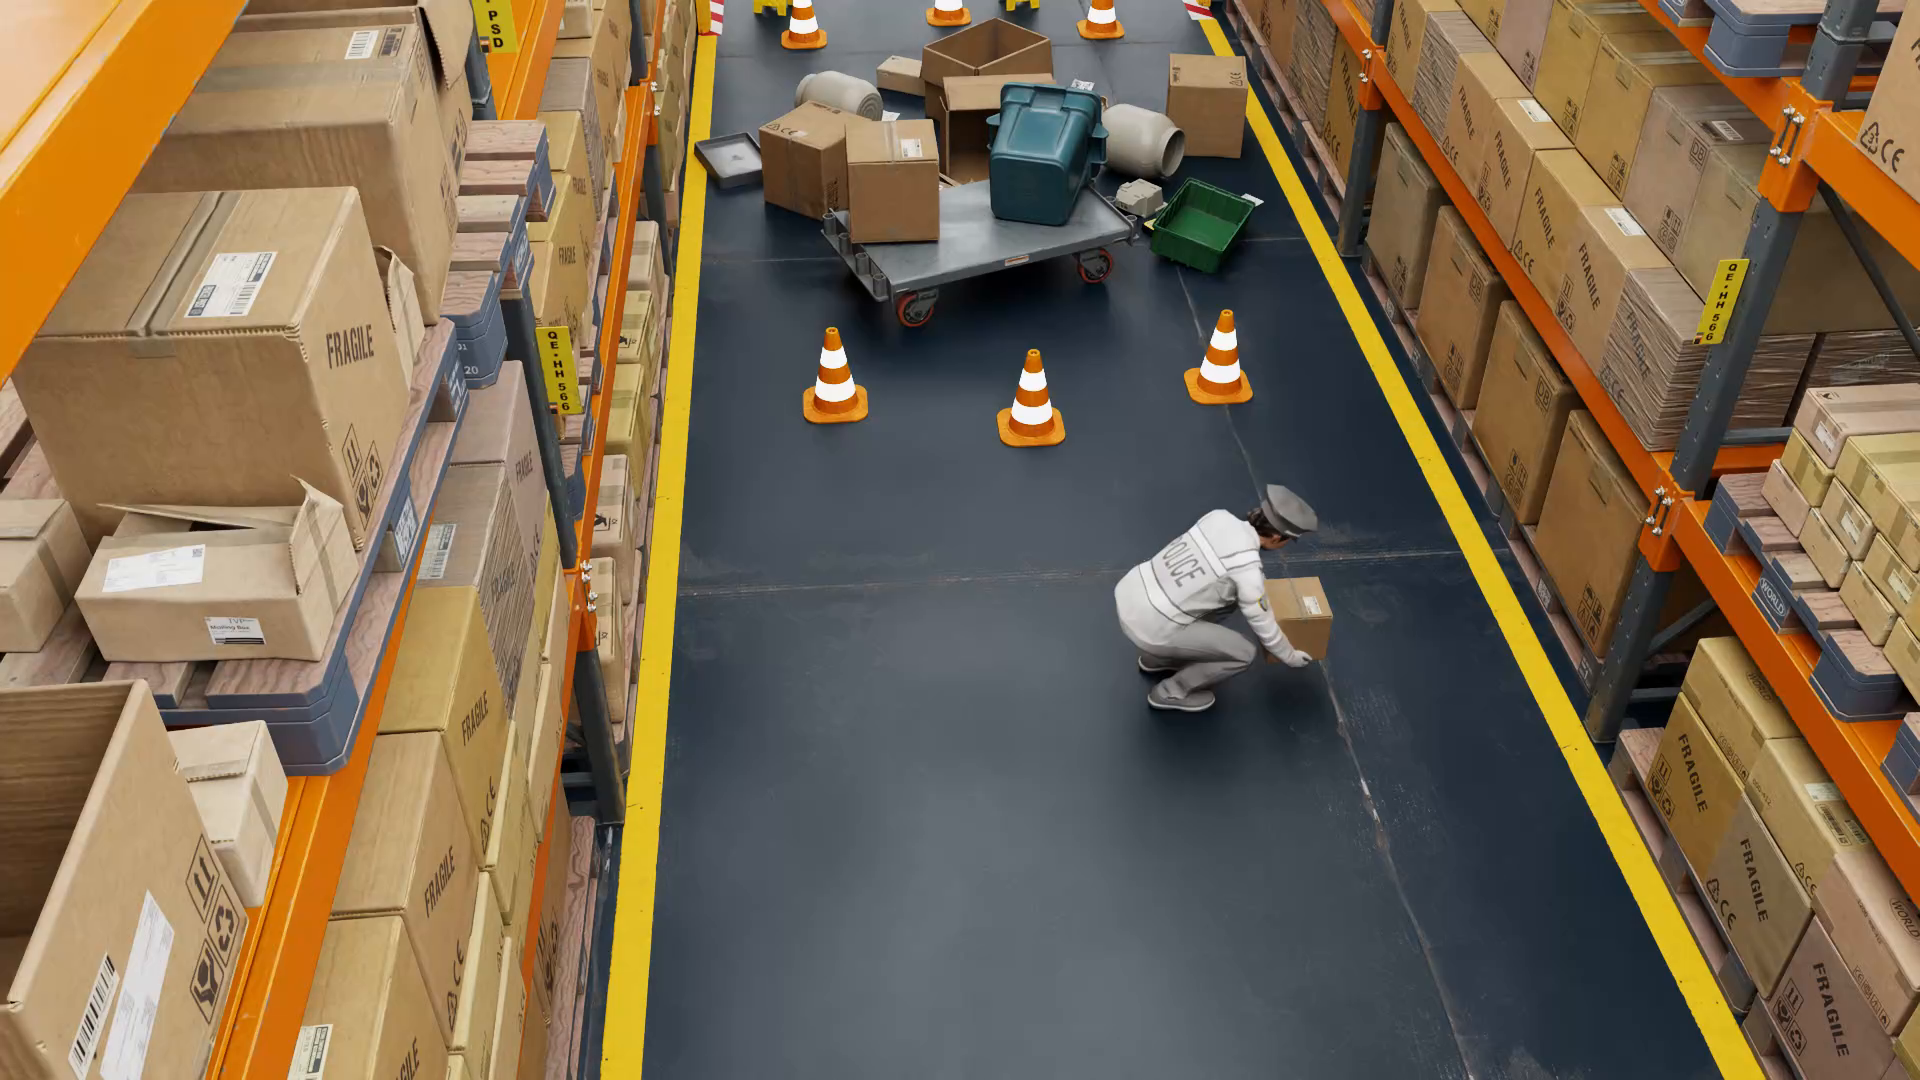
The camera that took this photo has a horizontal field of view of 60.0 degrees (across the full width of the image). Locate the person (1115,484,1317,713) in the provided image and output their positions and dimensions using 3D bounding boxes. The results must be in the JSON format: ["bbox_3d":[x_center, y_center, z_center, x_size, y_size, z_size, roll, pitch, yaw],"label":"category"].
[{"bbox_3d":[1.050,0.230,6.857,0.821,0.965,0.497,-3,39,-4],"label":"person"}]
